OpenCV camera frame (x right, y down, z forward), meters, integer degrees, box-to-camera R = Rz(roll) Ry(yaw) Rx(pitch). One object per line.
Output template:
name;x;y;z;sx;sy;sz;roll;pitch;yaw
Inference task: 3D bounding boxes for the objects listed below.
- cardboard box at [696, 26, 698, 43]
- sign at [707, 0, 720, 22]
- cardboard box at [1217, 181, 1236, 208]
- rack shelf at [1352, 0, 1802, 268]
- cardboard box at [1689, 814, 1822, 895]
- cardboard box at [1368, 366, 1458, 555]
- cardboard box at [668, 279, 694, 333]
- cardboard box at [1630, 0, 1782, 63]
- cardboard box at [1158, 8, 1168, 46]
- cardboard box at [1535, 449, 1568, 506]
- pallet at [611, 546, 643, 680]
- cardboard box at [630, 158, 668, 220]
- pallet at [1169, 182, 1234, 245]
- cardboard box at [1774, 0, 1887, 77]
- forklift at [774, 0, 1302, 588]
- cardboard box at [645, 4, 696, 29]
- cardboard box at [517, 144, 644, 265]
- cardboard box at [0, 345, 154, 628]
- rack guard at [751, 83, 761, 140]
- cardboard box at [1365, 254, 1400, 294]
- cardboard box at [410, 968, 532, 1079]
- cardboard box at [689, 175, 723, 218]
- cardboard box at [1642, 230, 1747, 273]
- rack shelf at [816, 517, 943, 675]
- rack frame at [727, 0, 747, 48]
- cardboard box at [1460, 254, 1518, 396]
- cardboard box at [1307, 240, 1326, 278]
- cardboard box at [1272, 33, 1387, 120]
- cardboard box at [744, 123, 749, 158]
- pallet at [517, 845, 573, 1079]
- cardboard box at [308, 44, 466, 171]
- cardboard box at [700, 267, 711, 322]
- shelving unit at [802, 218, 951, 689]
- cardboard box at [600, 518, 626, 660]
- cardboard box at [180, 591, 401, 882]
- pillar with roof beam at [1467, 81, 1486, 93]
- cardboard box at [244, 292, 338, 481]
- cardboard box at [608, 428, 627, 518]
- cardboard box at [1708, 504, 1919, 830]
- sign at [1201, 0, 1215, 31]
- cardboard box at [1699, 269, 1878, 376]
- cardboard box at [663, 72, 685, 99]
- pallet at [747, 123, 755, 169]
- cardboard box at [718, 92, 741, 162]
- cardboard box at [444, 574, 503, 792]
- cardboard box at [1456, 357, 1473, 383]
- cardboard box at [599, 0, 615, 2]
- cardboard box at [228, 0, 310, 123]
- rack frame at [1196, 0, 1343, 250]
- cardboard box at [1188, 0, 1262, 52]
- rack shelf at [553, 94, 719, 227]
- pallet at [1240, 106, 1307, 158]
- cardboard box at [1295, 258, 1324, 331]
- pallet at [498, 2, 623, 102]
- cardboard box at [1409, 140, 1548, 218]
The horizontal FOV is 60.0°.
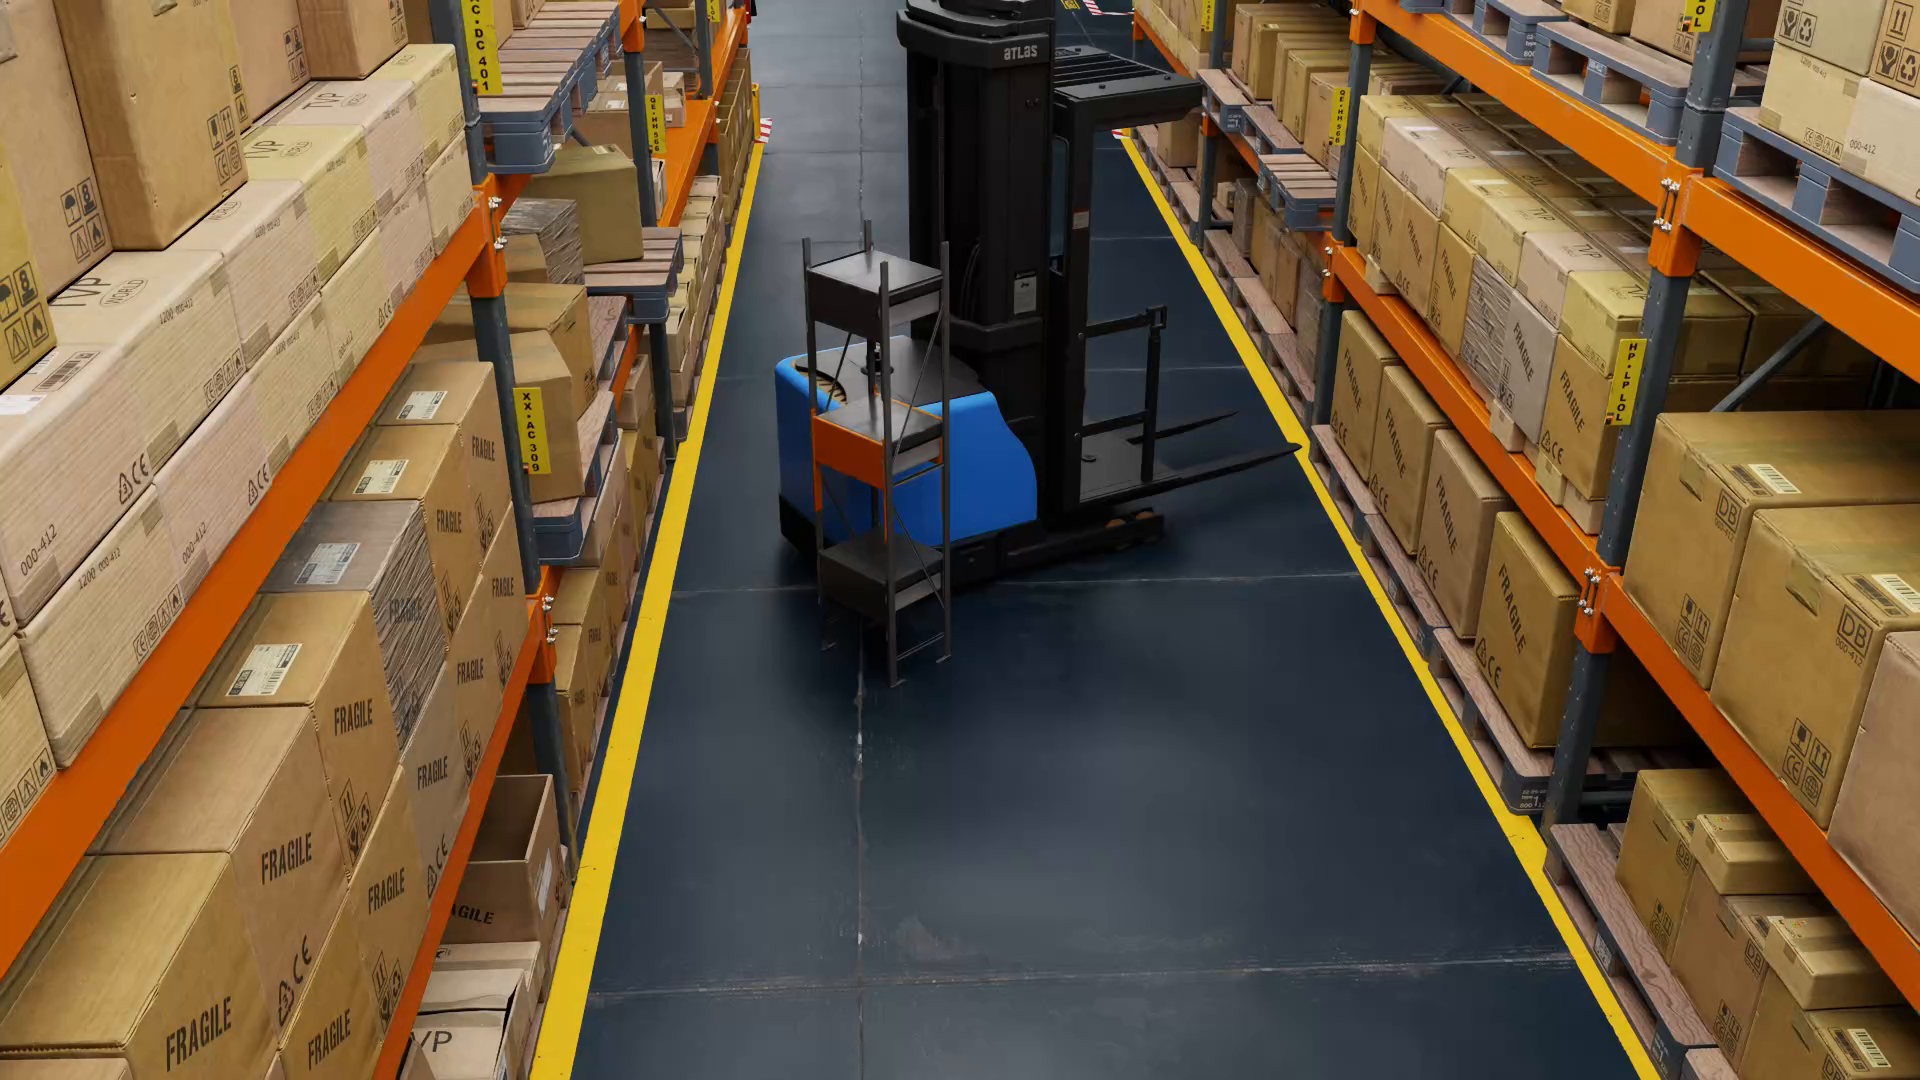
cardboard box;-2.517;-4.165;13.883;0.700;0.500;0.500;-2;28;-3
sign;-1.912;-4.168;12.831;0.100;0.325;0.005;-1;28;-3
cardboard box;2.435;-2.979;14.305;0.380;0.166;0.250;-5;28;-9
rack shelf;2.807;-2.034;7.440;1.077;0.370;4.000;-1;28;-3
cardboard box;2.683;1.046;5.548;0.380;0.149;0.250;0;28;-1
cardboard box;2.649;-0.432;8.705;0.750;0.750;0.750;-2;28;-3
cardboard box;-2.015;-1.532;10.856;0.500;0.311;0.500;-2;28;-4
cardboard box;2.975;-2.077;6.162;0.700;0.500;0.500;-3;28;-5
cardboard box;2.079;-4.642;15.047;0.500;0.250;0.500;-1;28;-2
cardboard box;2.574;-0.262;6.758;0.380;0.149;0.250;-1;28;-2
pallet;-2.183;0.319;8.410;1.003;0.211;1.213;-1;28;-3
cardboard box;-2.098;-2.203;10.327;0.500;0.311;0.500;-2;28;-3
pallet;2.423;-2.866;14.518;1.003;0.211;1.213;-1;28;-3
cardboard box;2.668;-1.589;4.599;0.500;0.500;0.500;-2;28;-3
forklift;0.546;-1.443;8.847;3.031;2.935;1.130;-15;31;-26
cardboard box;-2.274;-4.133;13.121;0.380;0.149;0.250;-1;28;-3
cardboard box;-2.099;-1.767;8.833;0.700;0.500;0.500;-11;29;-20
cardboard box;-1.613;-0.090;2.557;0.500;0.250;0.500;-1;28;-3
rack guard;-2.664;-4.422;17.188;1.175;0.500;0.348;-1;28;-3
cardboard box;2.422;-1.445;9.026;0.380;0.149;0.250;-1;28;-1
cardboard box;-1.684;1.622;5.328;0.500;0.311;0.500;-1;28;-3
cardboard box;-2.146;-2.708;13.111;0.500;0.311;0.500;-1;28;-3
cardboard box;3.113;-1.077;6.808;0.500;0.250;0.500;-1;28;-2
rack shelf;-0.367;0.263;8.018;0.480;0.518;0.431;24;36;38
rack frame;-2.662;-5.519;16.589;1.000;3.000;0.127;-1;28;-3
cardboard box;2.581;-0.959;7.393;0.500;0.500;0.500;-1;28;-3
cardboard box;2.645;-1.961;11.184;0.500;0.250;0.500;-1;28;-2
cardboard box;2.573;-3.235;11.626;0.700;0.500;0.500;2;28;4
cardboard box;-2.273;-3.784;15.782;0.500;0.250;0.500;-1;28;-3
pallet;-2.001;1.576;6.000;1.003;0.211;1.213;-1;28;-3
cardboard box;-1.739;-1.245;4.771;0.500;0.250;0.500;-1;28;-3
cardboard box;-2.065;-1.750;11.880;0.500;0.250;0.500;-1;28;-2
shelving unit;-0.367;-0.370;7.688;0.503;2.100;0.431;24;36;38
cardboard box;-1.875;0.229;7.794;0.500;0.500;0.500;-1;28;-2
cardboard box;-1.670;0.464;3.928;0.500;0.500;0.500;-2;28;-3
pillar with roof beam;-0.801;-5.123;9.342;9.100;9.000;0.400;-1;28;-3
cardboard box;-1.673;-0.330;3.558;0.500;0.250;0.500;-1;28;-3
cardboard box;-1.897;-0.320;8.036;0.500;0.250;0.500;-2;28;-4
cardboard box;2.956;0.356;4.999;0.980;0.700;0.700;-2;28;-4
sign;1.952;-4.161;13.048;0.100;0.325;0.005;-1;28;-3
cardboard box;3.147;-0.835;6.346;0.500;0.250;0.500;-1;28;-1
cardboard box;-2.384;-3.379;12.648;0.500;0.250;0.500;0;28;1
pallet;-2.581;-3.931;16.558;1.003;0.211;1.213;-1;28;-3
cardboard box;-2.217;-3.655;14.723;0.500;0.500;0.500;-1;28;-3
cardboard box;-1.725;0.441;5.053;0.500;0.500;0.500;-1;28;-1
cardboard box;2.586;-0.856;7.899;0.380;0.149;0.250;-1;28;-1
cardboard box;-2.162;-2.763;7.952;0.910;0.500;0.500;-1;28;-3
cardboard box;-2.088;-1.337;4.137;0.700;0.500;0.500;-1;28;-3
rack frame;2.493;-3.793;13.280;1.000;3.000;0.127;-1;28;-3
cardboard box;2.160;-4.279;13.541;0.500;0.500;0.500;-1;28;-3
rack shelf;-2.349;-2.430;11.443;1.077;0.370;4.000;-1;28;-3
pallet;2.558;-2.774;11.533;1.003;0.211;1.213;-1;28;-3
cardboard box;2.702;-1.605;11.311;0.700;0.500;0.500;-1;28;-3
pallet;-2.057;-2.006;6.812;1.213;0.211;1.003;-1;28;-3
cardboard box;2.527;-1.769;8.136;0.500;0.250;0.500;-1;28;-2
